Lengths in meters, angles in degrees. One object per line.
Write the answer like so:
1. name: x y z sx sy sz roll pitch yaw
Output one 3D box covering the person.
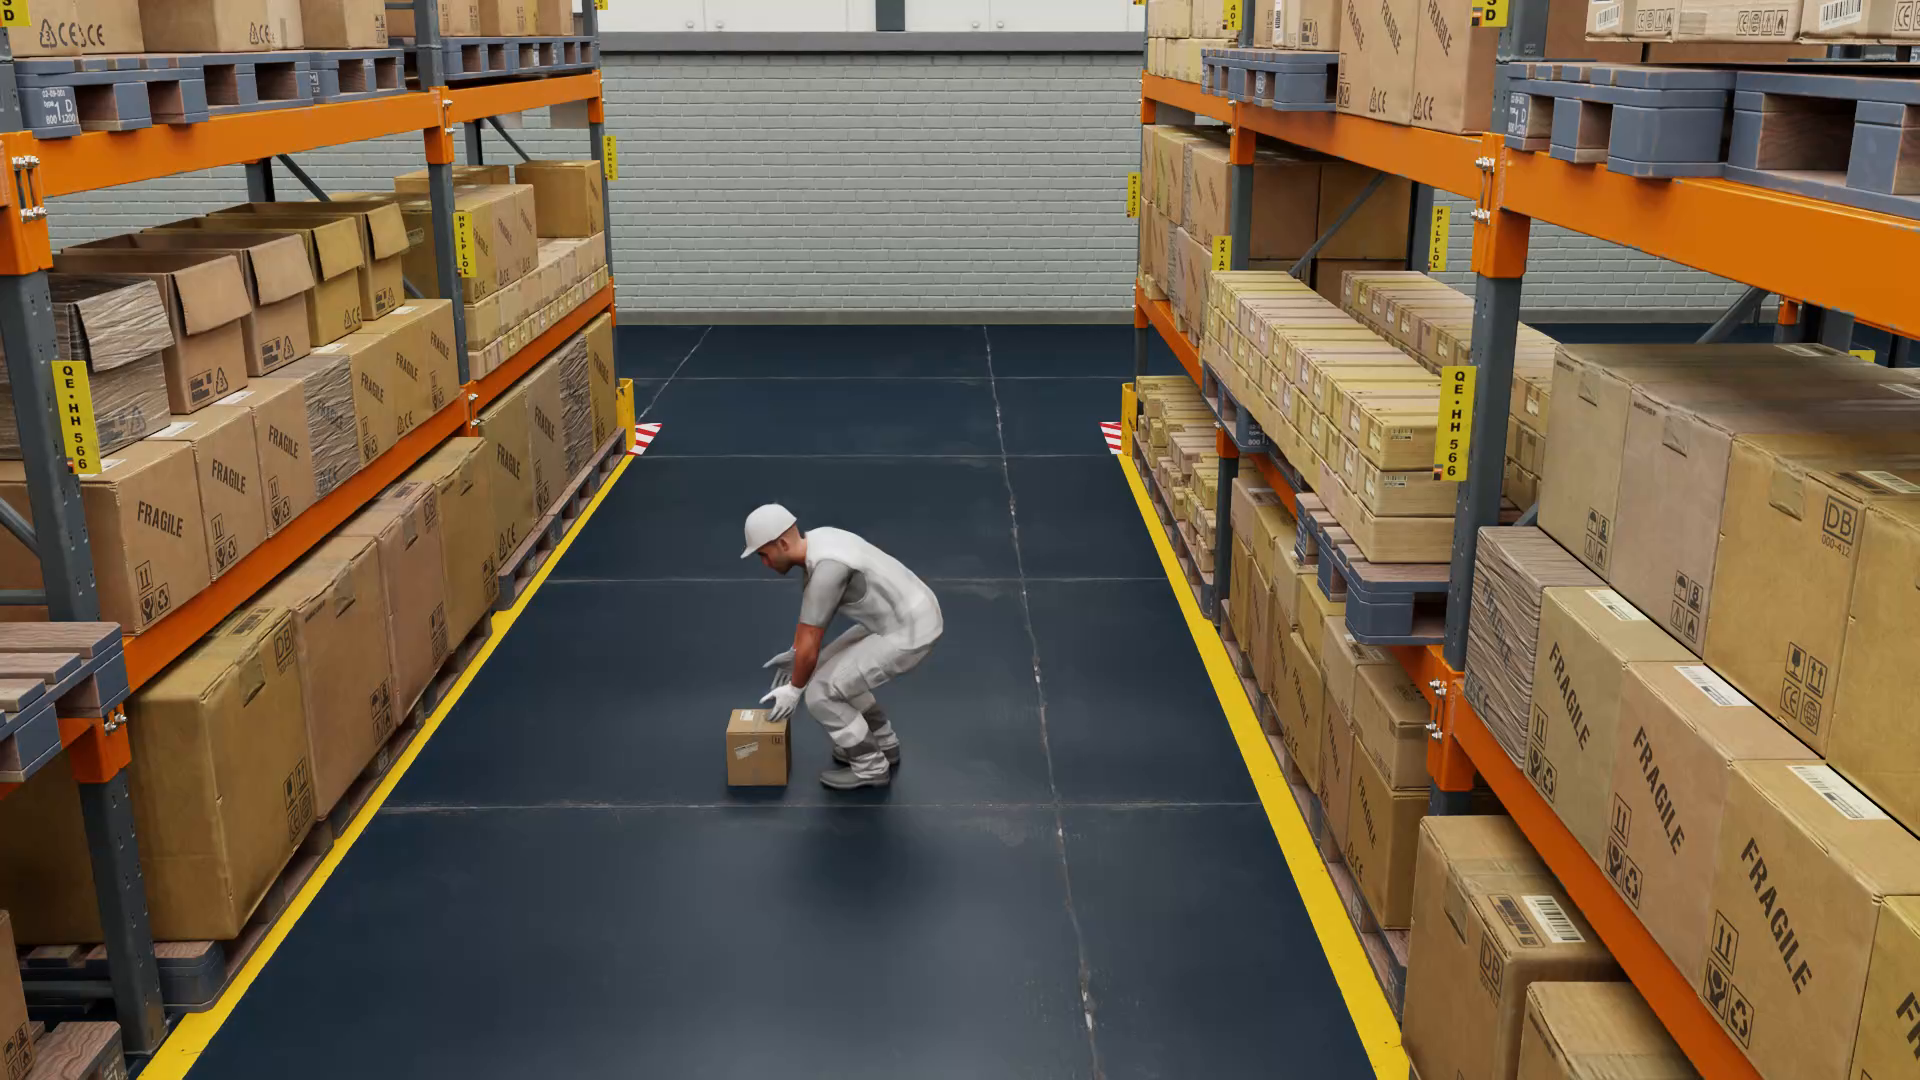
1. person: -0.487 0.439 7.022 0.838 1.230 0.585 0 17 -1
